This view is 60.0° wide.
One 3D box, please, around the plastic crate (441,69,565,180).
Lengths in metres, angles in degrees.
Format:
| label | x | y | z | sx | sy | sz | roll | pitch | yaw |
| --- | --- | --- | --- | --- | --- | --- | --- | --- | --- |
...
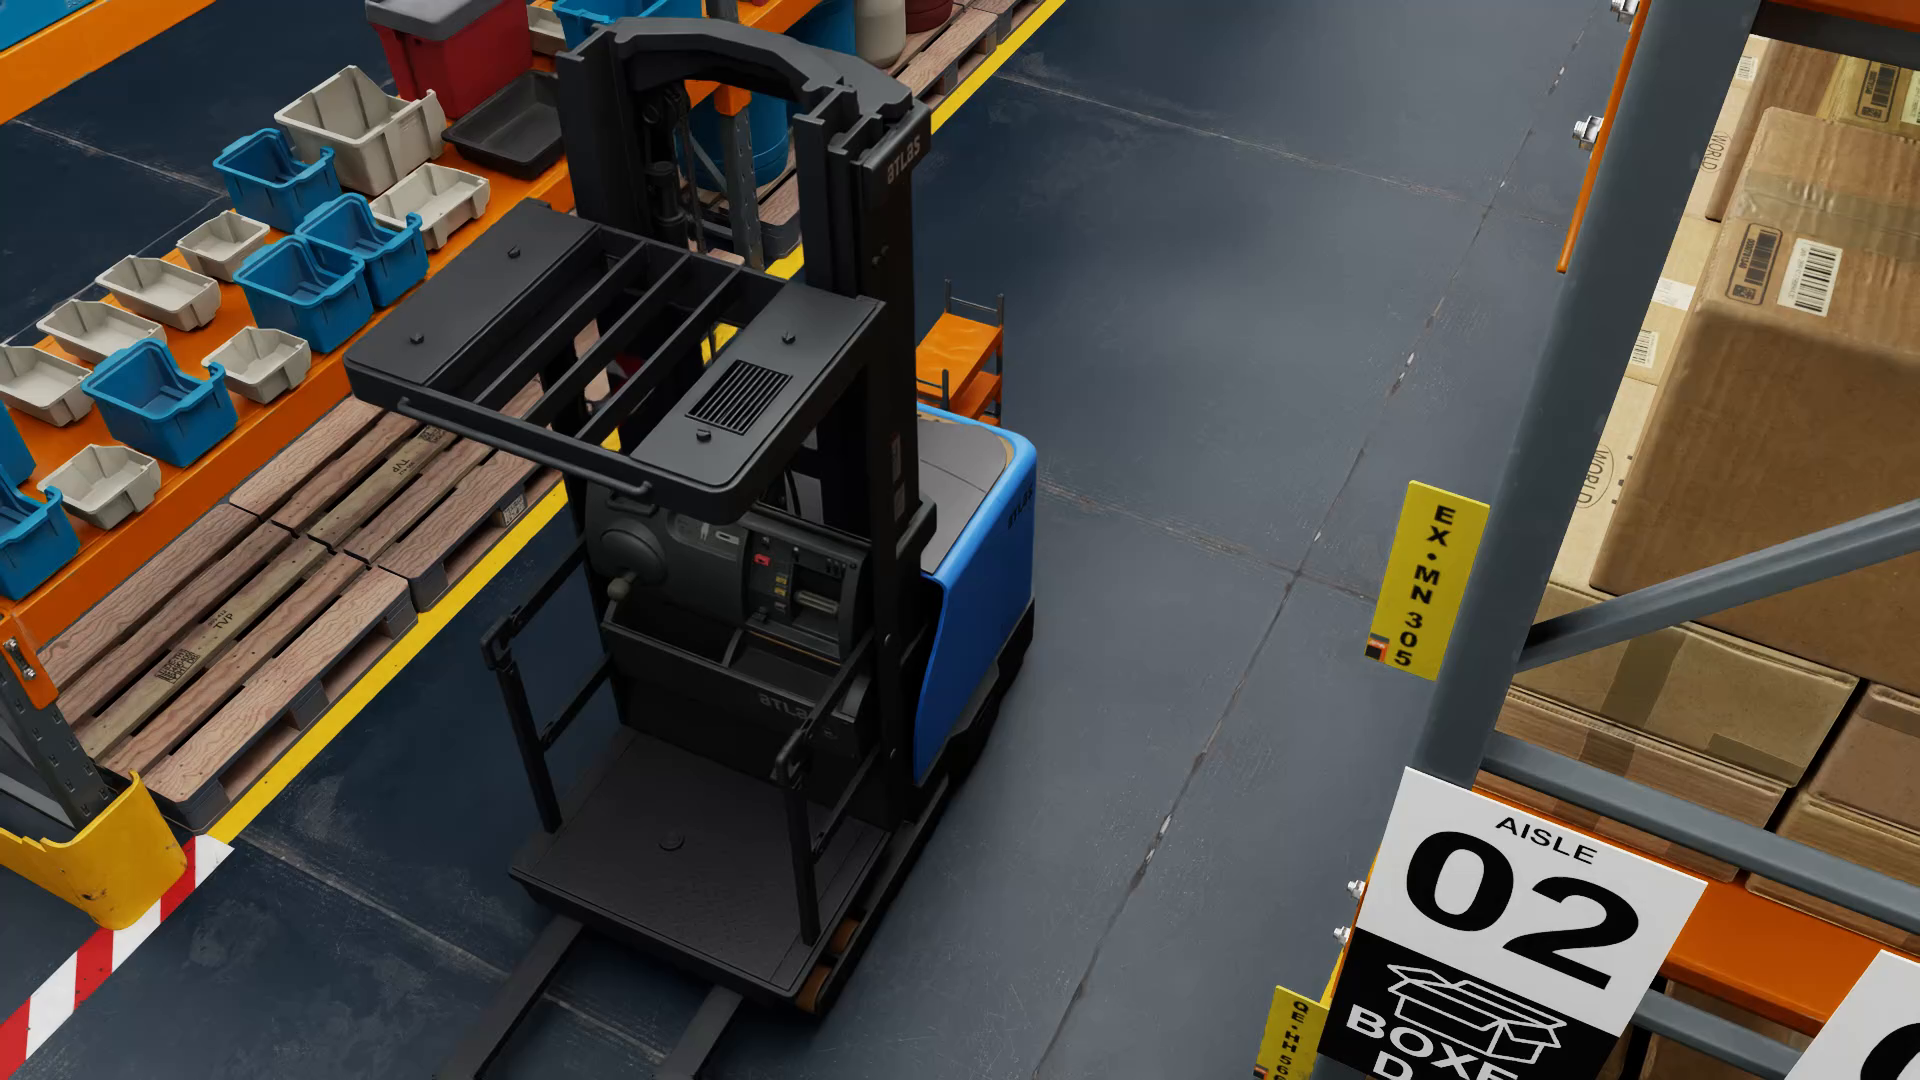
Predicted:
| label | x | y | z | sx | sy | sz | roll | pitch | yaw |
| --- | --- | --- | --- | --- | --- | --- | --- | --- | --- |
| plastic crate | -1.734 | -1.668 | 6.721 | 0.437 | 0.125 | 0.590 | 20 | 49 | 19 |

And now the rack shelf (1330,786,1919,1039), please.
| label | x | y | z | sx | sy | sz | roll | pitch | yaw |
| --- | --- | --- | --- | --- | --- | --- | --- | --- | --- |
| rack shelf | 2.005 | -0.442 | 3.754 | 1.077 | 0.370 | 4.000 | 20 | 49 | 19 |

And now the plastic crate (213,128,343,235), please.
| label | x | y | z | sx | sy | sz | roll | pitch | yaw |
| --- | --- | --- | --- | --- | --- | --- | --- | --- | --- |
| plastic crate | -2.583 | -1.359 | 6.339 | 0.416 | 0.233 | 0.300 | 20 | 49 | 19 |

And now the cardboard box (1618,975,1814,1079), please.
| label | x | y | z | sx | sy | sz | roll | pitch | yaw |
| --- | --- | --- | --- | --- | --- | --- | --- | --- | --- |
| cardboard box | 1.516 | 1.041 | 3.119 | 0.500 | 0.500 | 0.500 | 22 | 49 | 20 |

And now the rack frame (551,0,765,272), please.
| label | x | y | z | sx | sy | sz | roll | pitch | yaw |
| --- | --- | --- | --- | --- | --- | --- | --- | --- | --- |
| rack frame | -1.452 | -2.538 | 7.429 | 1.000 | 3.000 | 0.127 | 20 | 49 | 19 |

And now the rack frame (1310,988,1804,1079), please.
| label | x | y | z | sx | sy | sz | roll | pitch | yaw |
| --- | --- | --- | --- | --- | --- | --- | --- | --- | --- |
| rack frame | 1.077 | 1.620 | 3.320 | 1.000 | 3.000 | 0.127 | 20 | 49 | 19 |

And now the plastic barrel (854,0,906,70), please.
| label | x | y | z | sx | sy | sz | roll | pitch | yaw |
| --- | --- | --- | --- | --- | --- | --- | --- | --- | --- |
| plastic barrel | -0.514 | -2.920 | 9.261 | 0.421 | 0.512 | 0.421 | 0 | 45 | 0 |

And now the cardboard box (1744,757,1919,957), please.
| label | x | y | z | sx | sy | sz | roll | pitch | yaw |
| --- | --- | --- | --- | --- | --- | --- | --- | --- | --- |
| cardboard box | 1.540 | 0.378 | 2.543 | 0.500 | 0.250 | 0.500 | 20 | 49 | 19 |

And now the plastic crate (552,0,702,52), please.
| label | x | y | z | sx | sy | sz | roll | pitch | yaw |
| --- | --- | --- | --- | --- | --- | --- | --- | --- | --- |
| plastic crate | -1.367 | -2.147 | 7.012 | 0.392 | 0.384 | 0.575 | 20 | 49 | 19 |

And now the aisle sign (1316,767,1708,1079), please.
| label | x | y | z | sx | sy | sz | roll | pitch | yaw |
| --- | --- | --- | --- | --- | --- | --- | --- | --- | --- |
| aisle sign | 0.774 | 0.648 | 2.453 | 0.394 | 0.787 | 0.004 | 20 | 49 | 19 |

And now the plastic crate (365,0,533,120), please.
| label | x | y | z | sx | sy | sz | roll | pitch | yaw |
| --- | --- | --- | --- | --- | --- | --- | --- | --- | --- |
| plastic crate | -2.089 | -2.102 | 6.911 | 0.402 | 0.464 | 0.583 | 20 | 49 | 19 |

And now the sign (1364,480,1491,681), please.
| label | x | y | z | sx | sy | sz | roll | pitch | yaw |
| --- | --- | --- | --- | --- | --- | --- | --- | --- | --- |
| sign | 0.595 | 0.058 | 2.132 | 0.100 | 0.325 | 0.005 | 20 | 49 | 19 |

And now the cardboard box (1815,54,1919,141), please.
| label | x | y | z | sx | sy | sz | roll | pitch | yaw |
| --- | --- | --- | --- | --- | --- | --- | --- | --- | --- |
| cardboard box | 1.608 | -0.437 | 2.471 | 0.700 | 0.500 | 0.500 | 20 | 49 | 19 |

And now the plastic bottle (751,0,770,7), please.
| label | x | y | z | sx | sy | sz | roll | pitch | yaw |
| --- | --- | --- | --- | --- | --- | --- | --- | --- | --- |
| plastic bottle | -0.904 | -2.587 | 7.560 | 0.061 | 0.283 | 0.133 | 20 | 49 | 19 |

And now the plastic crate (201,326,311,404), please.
| label | x | y | z | sx | sy | sz | roll | pitch | yaw |
| --- | --- | --- | --- | --- | --- | --- | --- | --- | --- |
| plastic crate | -2.365 | -0.595 | 5.653 | 0.250 | 0.136 | 0.298 | 20 | 49 | 19 |

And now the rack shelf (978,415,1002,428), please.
| label | x | y | z | sx | sy | sz | roll | pitch | yaw |
| --- | --- | --- | --- | --- | --- | --- | --- | --- | --- |
| rack shelf | -0.049 | -0.327 | 6.604 | 0.258 | 0.148 | 0.480 | 18 | 48 | 17 |

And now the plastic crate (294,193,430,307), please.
| label | x | y | z | sx | sy | sz | roll | pitch | yaw |
| --- | --- | --- | --- | --- | --- | --- | --- | --- | --- |
| plastic crate | -2.152 | -1.046 | 6.030 | 0.416 | 0.233 | 0.300 | 20 | 49 | 19 |

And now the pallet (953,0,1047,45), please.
| label | x | y | z | sx | sy | sz | roll | pitch | yaw |
| --- | --- | --- | --- | --- | --- | --- | --- | --- | --- |
| pallet | 0.076 | -3.567 | 10.407 | 1.003 | 0.211 | 1.213 | 20 | 49 | 19 |

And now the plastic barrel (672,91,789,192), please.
| label | x | y | z | sx | sy | sz | roll | pitch | yaw |
| --- | --- | --- | --- | --- | --- | --- | --- | --- | --- |
| plastic barrel | -1.184 | -2.285 | 8.359 | 0.600 | 0.901 | 0.708 | 20 | 49 | 19 |

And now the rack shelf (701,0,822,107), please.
| label | x | y | z | sx | sy | sz | roll | pitch | yaw |
| --- | --- | --- | --- | --- | --- | --- | --- | --- | --- |
| rack shelf | -0.524 | -3.545 | 8.930 | 1.077 | 0.370 | 4.000 | 20 | 49 | 19 |

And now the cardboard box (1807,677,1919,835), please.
| label | x | y | z | sx | sy | sz | roll | pitch | yaw |
| --- | --- | --- | --- | --- | --- | --- | --- | --- | --- |
| cardboard box | 1.546 | 0.205 | 2.364 | 0.500 | 0.250 | 0.500 | 20 | 49 | 19 |

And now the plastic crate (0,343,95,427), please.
| label | x | y | z | sx | sy | sz | roll | pitch | yaw |
| --- | --- | --- | --- | --- | --- | --- | --- | --- | --- |
| plastic crate | -3.091 | -0.520 | 5.578 | 0.396 | 0.136 | 0.243 | 20 | 49 | 19 |

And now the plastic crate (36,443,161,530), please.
| label | x | y | z | sx | sy | sz | roll | pitch | yaw |
| --- | --- | --- | --- | --- | --- | --- | --- | --- | --- |
| plastic crate | -2.680 | -0.168 | 5.230 | 0.250 | 0.136 | 0.298 | 20 | 49 | 19 |

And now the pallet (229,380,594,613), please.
| label | x | y | z | sx | sy | sz | roll | pitch | yaw |
| --- | --- | --- | --- | --- | --- | --- | --- | --- | --- |
| pallet | -2.324 | -0.310 | 7.188 | 1.003 | 0.211 | 1.213 | 20 | 49 | 19 |

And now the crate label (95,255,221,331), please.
| label | x | y | z | sx | sy | sz | roll | pitch | yaw |
| --- | --- | --- | --- | --- | --- | --- | --- | --- | --- |
| crate label | -2.836 | -0.881 | 5.935 | 0.396 | 0.136 | 0.243 | 20 | 49 | 19 |

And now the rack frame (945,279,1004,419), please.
| label | x | y | z | sx | sy | sz | roll | pitch | yaw |
| --- | --- | --- | --- | --- | --- | --- | --- | --- | --- |
| rack frame | 0.055 | -0.531 | 6.711 | 0.240 | 1.200 | 0.015 | 18 | 48 | 17 |

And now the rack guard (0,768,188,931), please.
| label | x | y | z | sx | sy | sz | roll | pitch | yaw |
| --- | --- | --- | --- | --- | --- | --- | --- | --- | --- |
| rack guard | -3.308 | 0.880 | 5.809 | 1.175 | 0.500 | 0.348 | 20 | 49 | 19 |

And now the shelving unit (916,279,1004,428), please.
| label | x | y | z | sx | sy | sz | roll | pitch | yaw |
| --- | --- | --- | --- | --- | --- | --- | --- | --- | --- |
| shelving unit | -0.049 | -0.374 | 6.556 | 0.258 | 1.200 | 0.503 | 18 | 48 | 17 |

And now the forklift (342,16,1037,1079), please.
| label | x | y | z | sx | sy | sz | roll | pitch | yaw |
| --- | --- | --- | --- | --- | --- | --- | --- | --- | --- |
| forklift | -0.802 | 0.165 | 4.806 | 1.130 | 2.935 | 3.031 | 19 | 48 | 18 |

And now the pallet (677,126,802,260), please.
| label | x | y | z | sx | sy | sz | roll | pitch | yaw |
| --- | --- | --- | --- | --- | --- | --- | --- | --- | --- |
| pallet | -1.057 | -2.030 | 8.888 | 1.003 | 0.211 | 1.213 | 20 | 49 | 19 |

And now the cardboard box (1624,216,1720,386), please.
| label | x | y | z | sx | sy | sz | roll | pitch | yaw |
| --- | --- | --- | --- | --- | --- | --- | --- | --- | --- |
| cardboard box | 1.321 | -0.281 | 2.843 | 0.500 | 0.250 | 0.500 | 20 | 49 | 19 |

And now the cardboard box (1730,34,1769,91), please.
| label | x | y | z | sx | sy | sz | roll | pitch | yaw |
| --- | --- | --- | --- | --- | --- | --- | --- | --- | --- |
| cardboard box | 1.783 | -0.911 | 3.467 | 0.500 | 0.250 | 0.500 | 20 | 49 | 19 |
